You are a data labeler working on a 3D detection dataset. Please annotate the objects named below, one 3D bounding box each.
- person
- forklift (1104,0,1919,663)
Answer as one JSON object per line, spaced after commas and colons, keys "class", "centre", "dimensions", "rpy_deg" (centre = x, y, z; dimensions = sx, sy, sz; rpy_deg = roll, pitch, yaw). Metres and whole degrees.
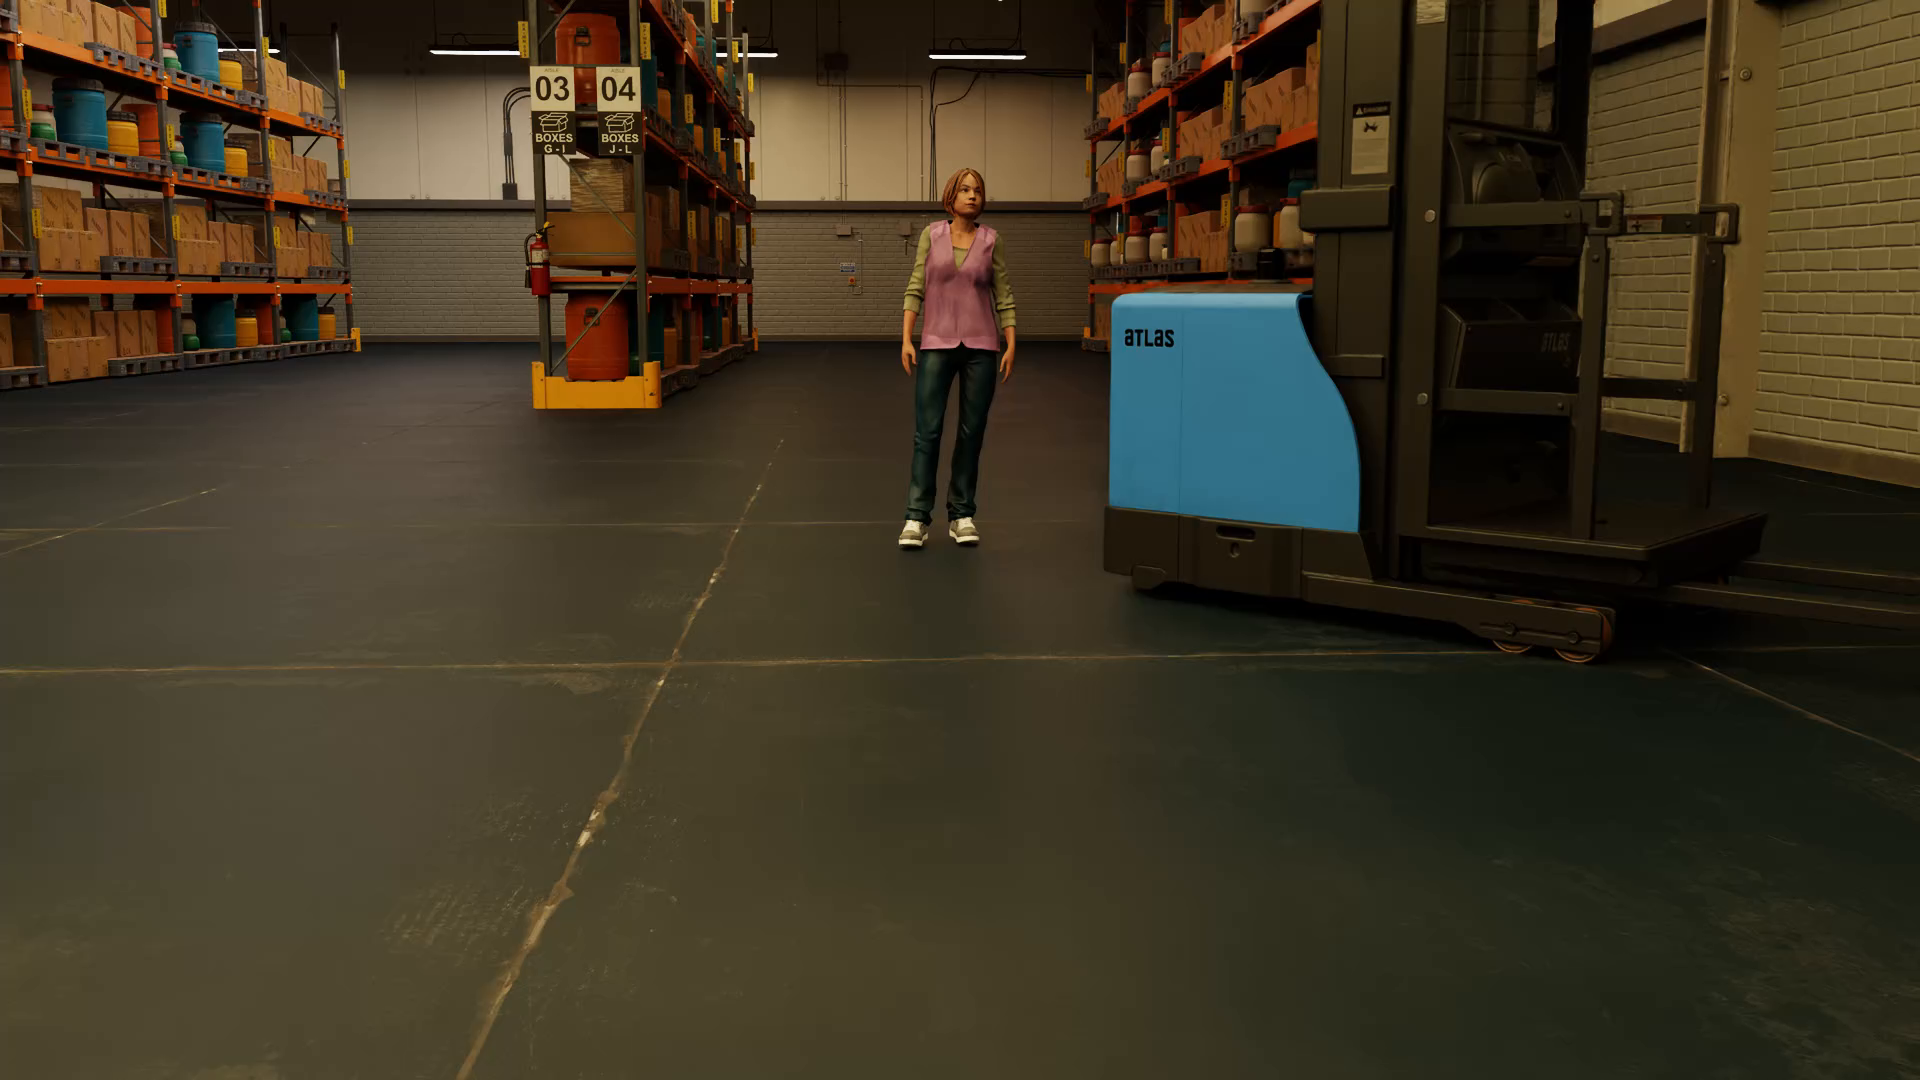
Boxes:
{"class": "person", "centre": [-0.009, -0.786, 7.117], "dimensions": [0.521, 1.599, 0.473], "rpy_deg": [-1, 8, -4]}
{"class": "forklift", "centre": [1.956, -1.175, 5.241], "dimensions": [3.031, 2.935, 1.130], "rpy_deg": [8, 11, 42]}
